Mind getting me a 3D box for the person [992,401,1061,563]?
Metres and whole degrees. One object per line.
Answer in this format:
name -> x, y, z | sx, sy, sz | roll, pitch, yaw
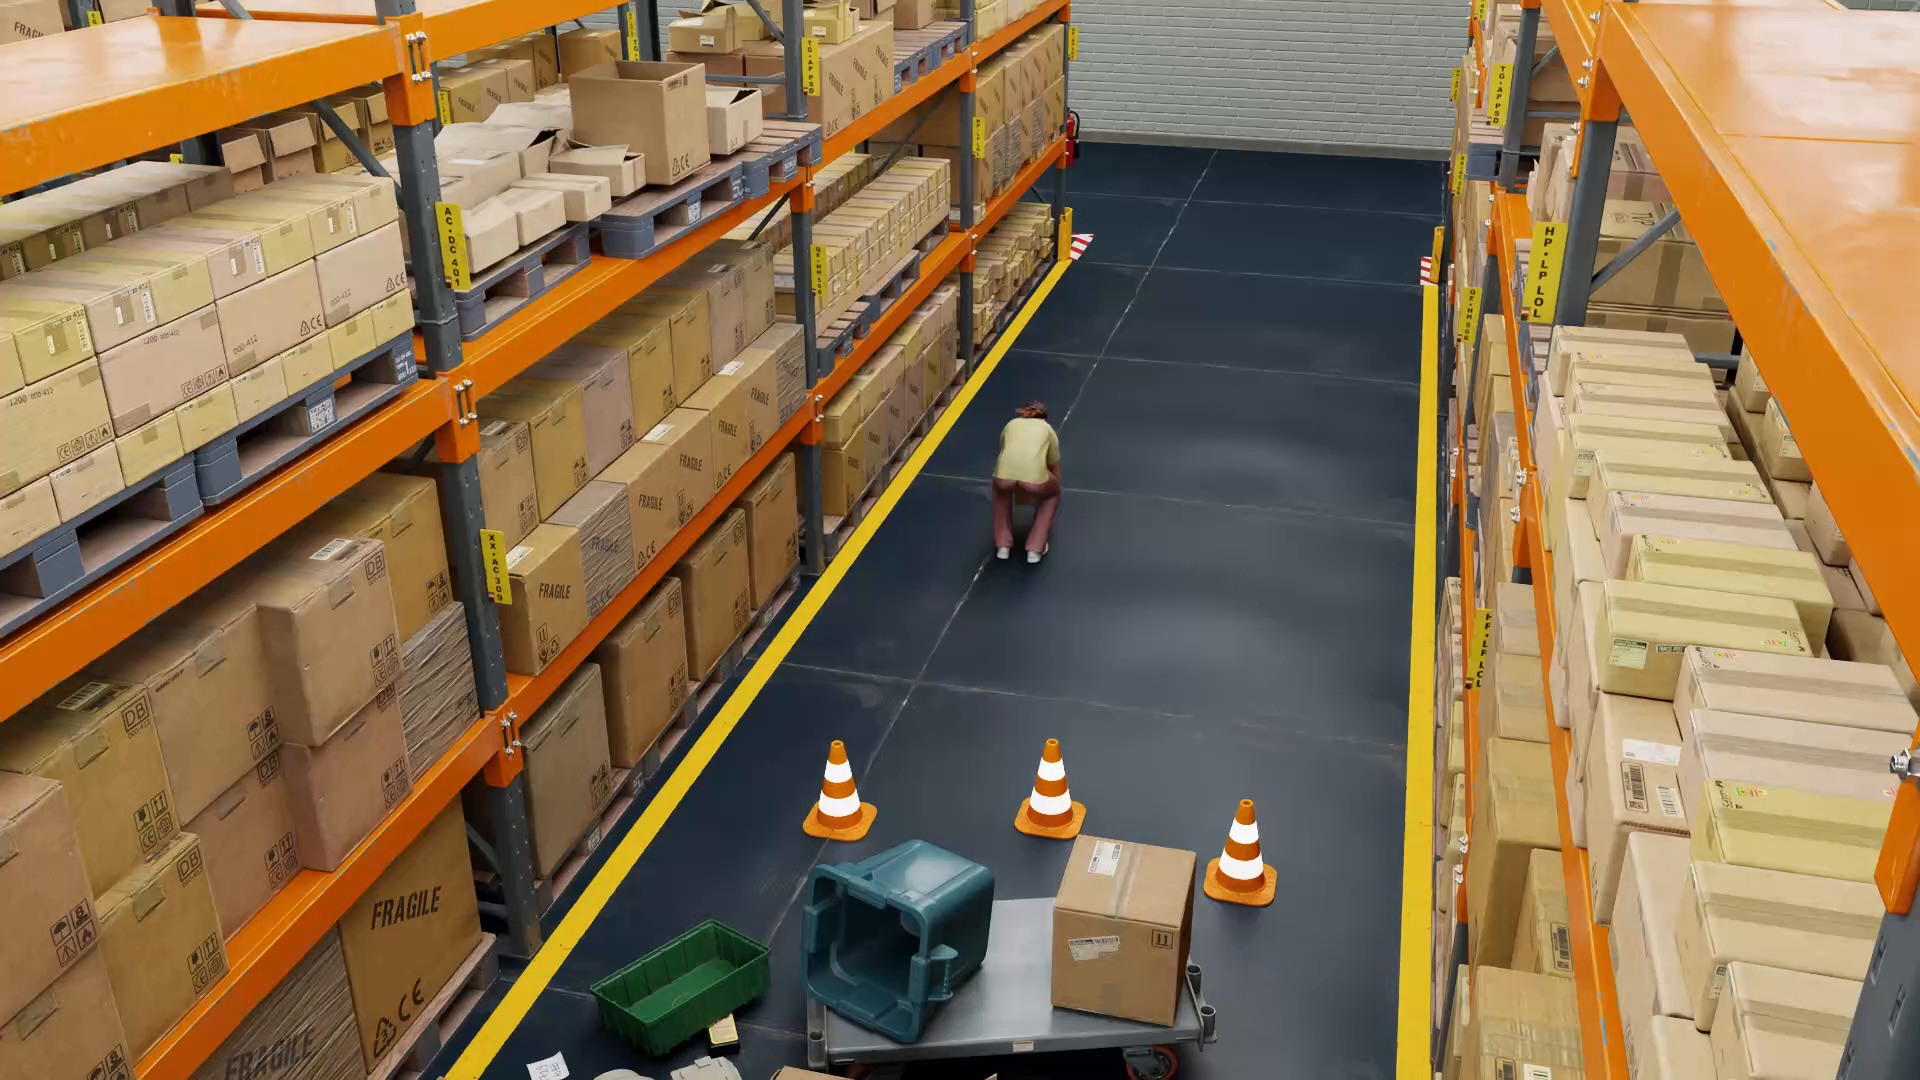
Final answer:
person -> 0.451, -0.406, 11.305 | 0.476, 0.954, 0.862 | 5, 26, 11
